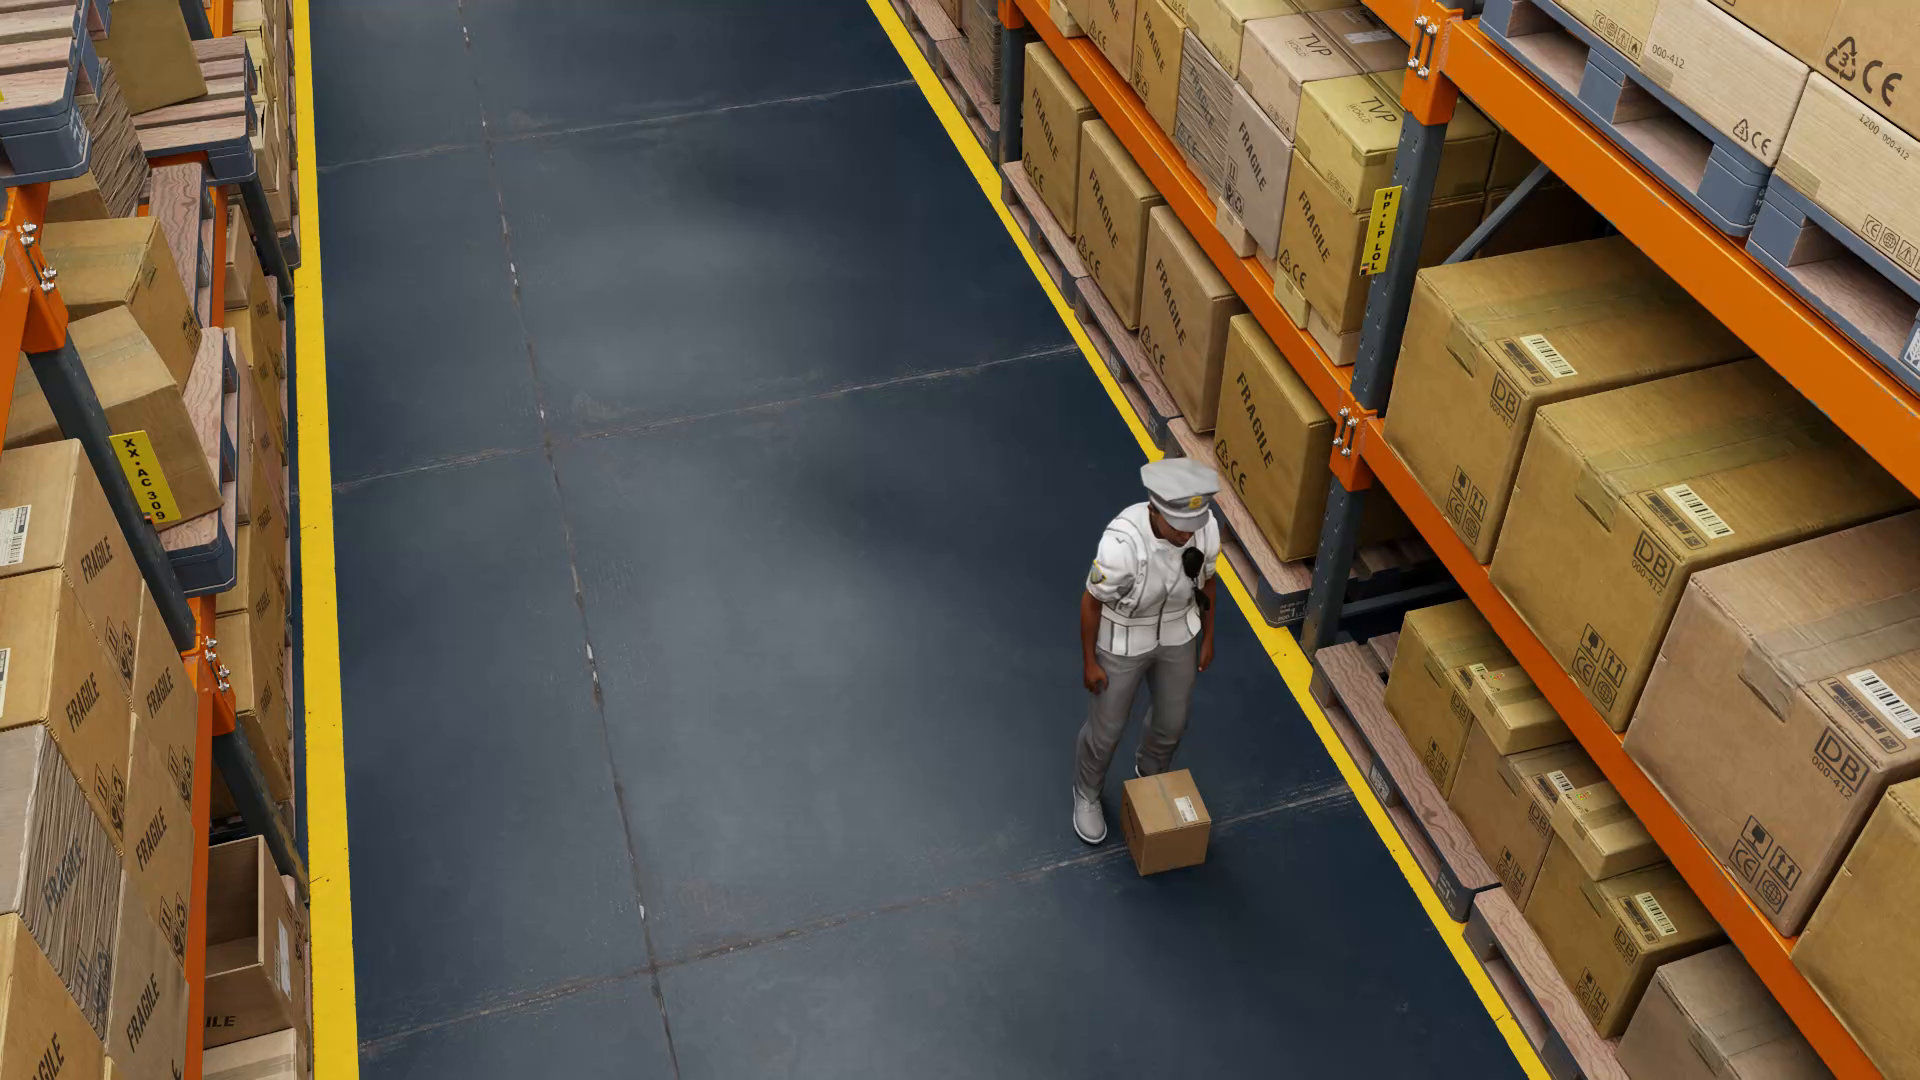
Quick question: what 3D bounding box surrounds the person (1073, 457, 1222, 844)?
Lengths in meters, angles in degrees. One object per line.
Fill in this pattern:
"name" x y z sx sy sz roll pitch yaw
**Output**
"person" 0.644 0.366 5.761 0.507 1.659 0.392 -12 44 -12
